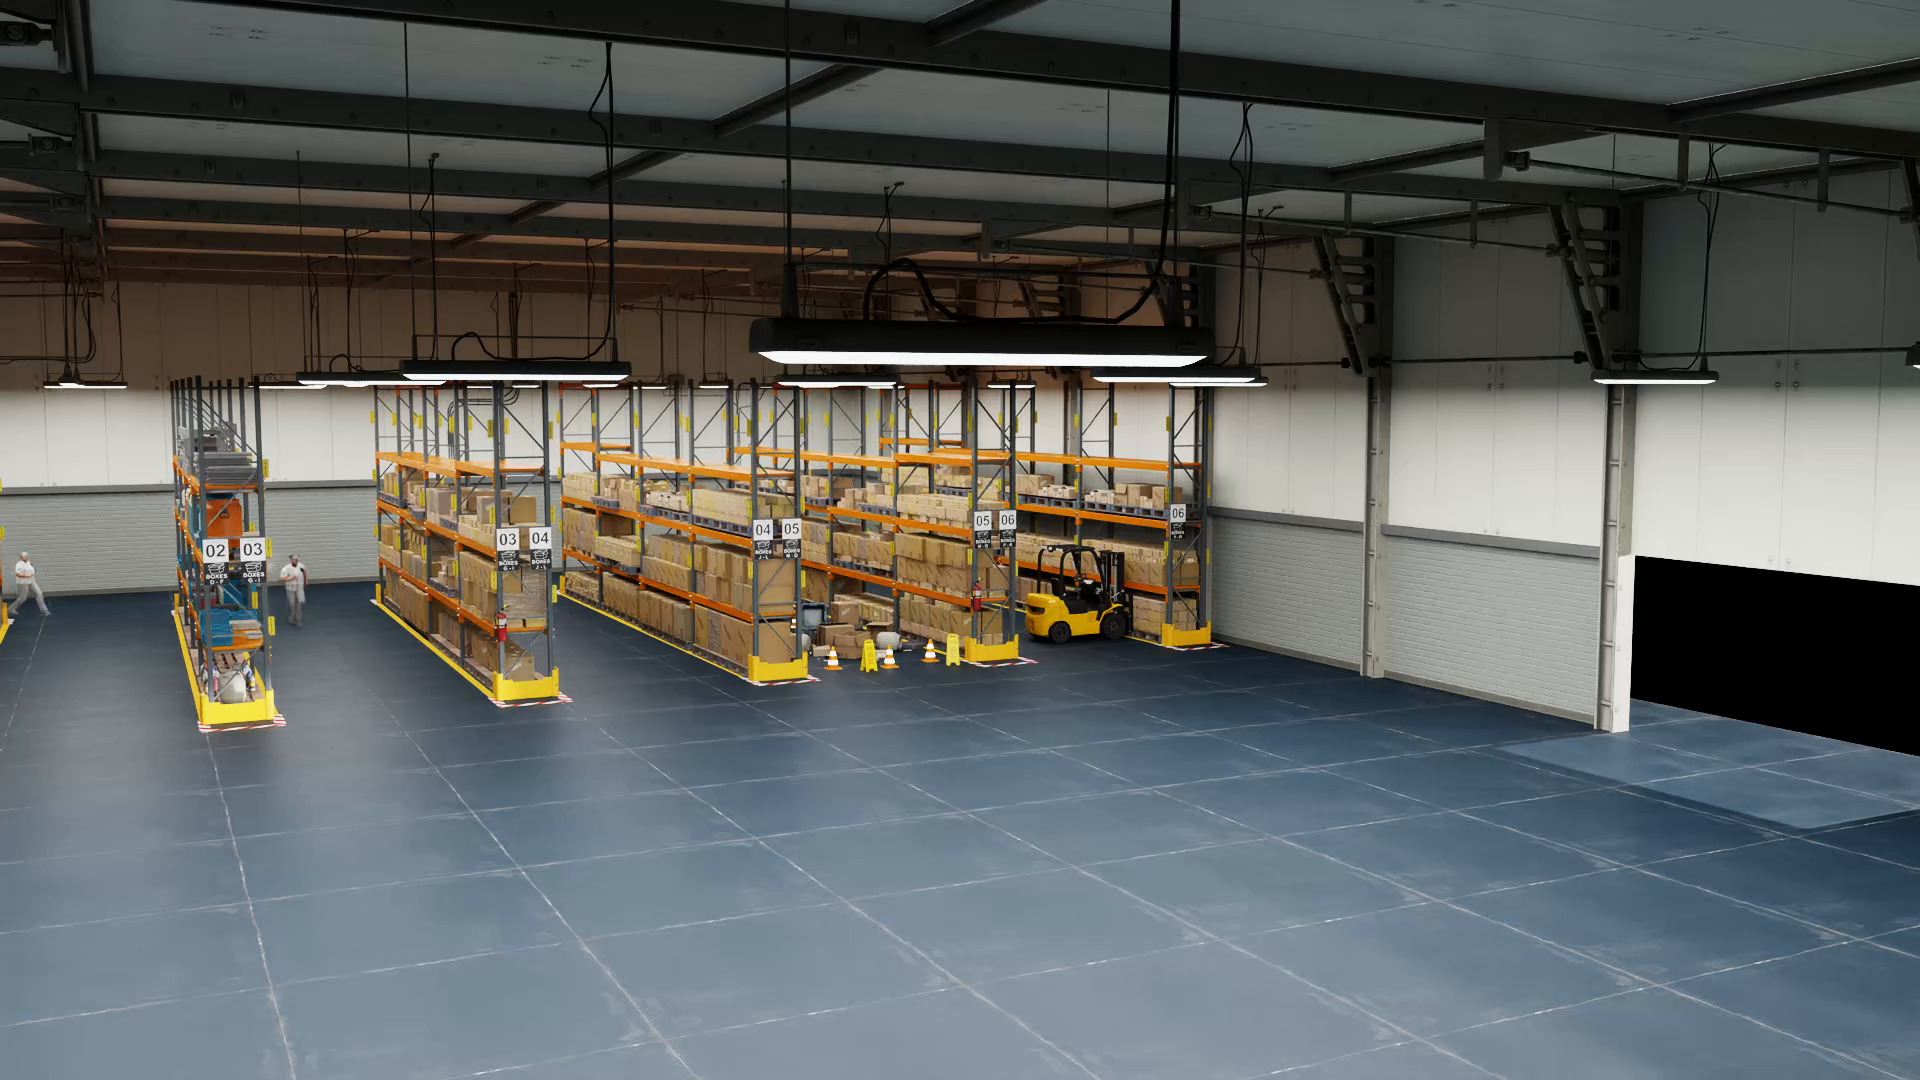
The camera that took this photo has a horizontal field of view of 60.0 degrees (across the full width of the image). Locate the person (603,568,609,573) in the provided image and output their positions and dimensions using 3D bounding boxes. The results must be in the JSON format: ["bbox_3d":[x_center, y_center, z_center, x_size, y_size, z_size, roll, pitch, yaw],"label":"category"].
[{"bbox_3d":[-10.459,0.558,48.704,0.797,1.715,0.562,1,5,15],"label":"person"}]

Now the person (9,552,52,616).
[{"bbox_3d":[-23.836,1.130,42.444,0.941,1.667,0.631,1,5,10],"label":"person"}]

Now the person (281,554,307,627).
[{"bbox_3d":[-16.326,1.235,40.795,0.681,1.819,0.876,-4,6,-38],"label":"person"}]
